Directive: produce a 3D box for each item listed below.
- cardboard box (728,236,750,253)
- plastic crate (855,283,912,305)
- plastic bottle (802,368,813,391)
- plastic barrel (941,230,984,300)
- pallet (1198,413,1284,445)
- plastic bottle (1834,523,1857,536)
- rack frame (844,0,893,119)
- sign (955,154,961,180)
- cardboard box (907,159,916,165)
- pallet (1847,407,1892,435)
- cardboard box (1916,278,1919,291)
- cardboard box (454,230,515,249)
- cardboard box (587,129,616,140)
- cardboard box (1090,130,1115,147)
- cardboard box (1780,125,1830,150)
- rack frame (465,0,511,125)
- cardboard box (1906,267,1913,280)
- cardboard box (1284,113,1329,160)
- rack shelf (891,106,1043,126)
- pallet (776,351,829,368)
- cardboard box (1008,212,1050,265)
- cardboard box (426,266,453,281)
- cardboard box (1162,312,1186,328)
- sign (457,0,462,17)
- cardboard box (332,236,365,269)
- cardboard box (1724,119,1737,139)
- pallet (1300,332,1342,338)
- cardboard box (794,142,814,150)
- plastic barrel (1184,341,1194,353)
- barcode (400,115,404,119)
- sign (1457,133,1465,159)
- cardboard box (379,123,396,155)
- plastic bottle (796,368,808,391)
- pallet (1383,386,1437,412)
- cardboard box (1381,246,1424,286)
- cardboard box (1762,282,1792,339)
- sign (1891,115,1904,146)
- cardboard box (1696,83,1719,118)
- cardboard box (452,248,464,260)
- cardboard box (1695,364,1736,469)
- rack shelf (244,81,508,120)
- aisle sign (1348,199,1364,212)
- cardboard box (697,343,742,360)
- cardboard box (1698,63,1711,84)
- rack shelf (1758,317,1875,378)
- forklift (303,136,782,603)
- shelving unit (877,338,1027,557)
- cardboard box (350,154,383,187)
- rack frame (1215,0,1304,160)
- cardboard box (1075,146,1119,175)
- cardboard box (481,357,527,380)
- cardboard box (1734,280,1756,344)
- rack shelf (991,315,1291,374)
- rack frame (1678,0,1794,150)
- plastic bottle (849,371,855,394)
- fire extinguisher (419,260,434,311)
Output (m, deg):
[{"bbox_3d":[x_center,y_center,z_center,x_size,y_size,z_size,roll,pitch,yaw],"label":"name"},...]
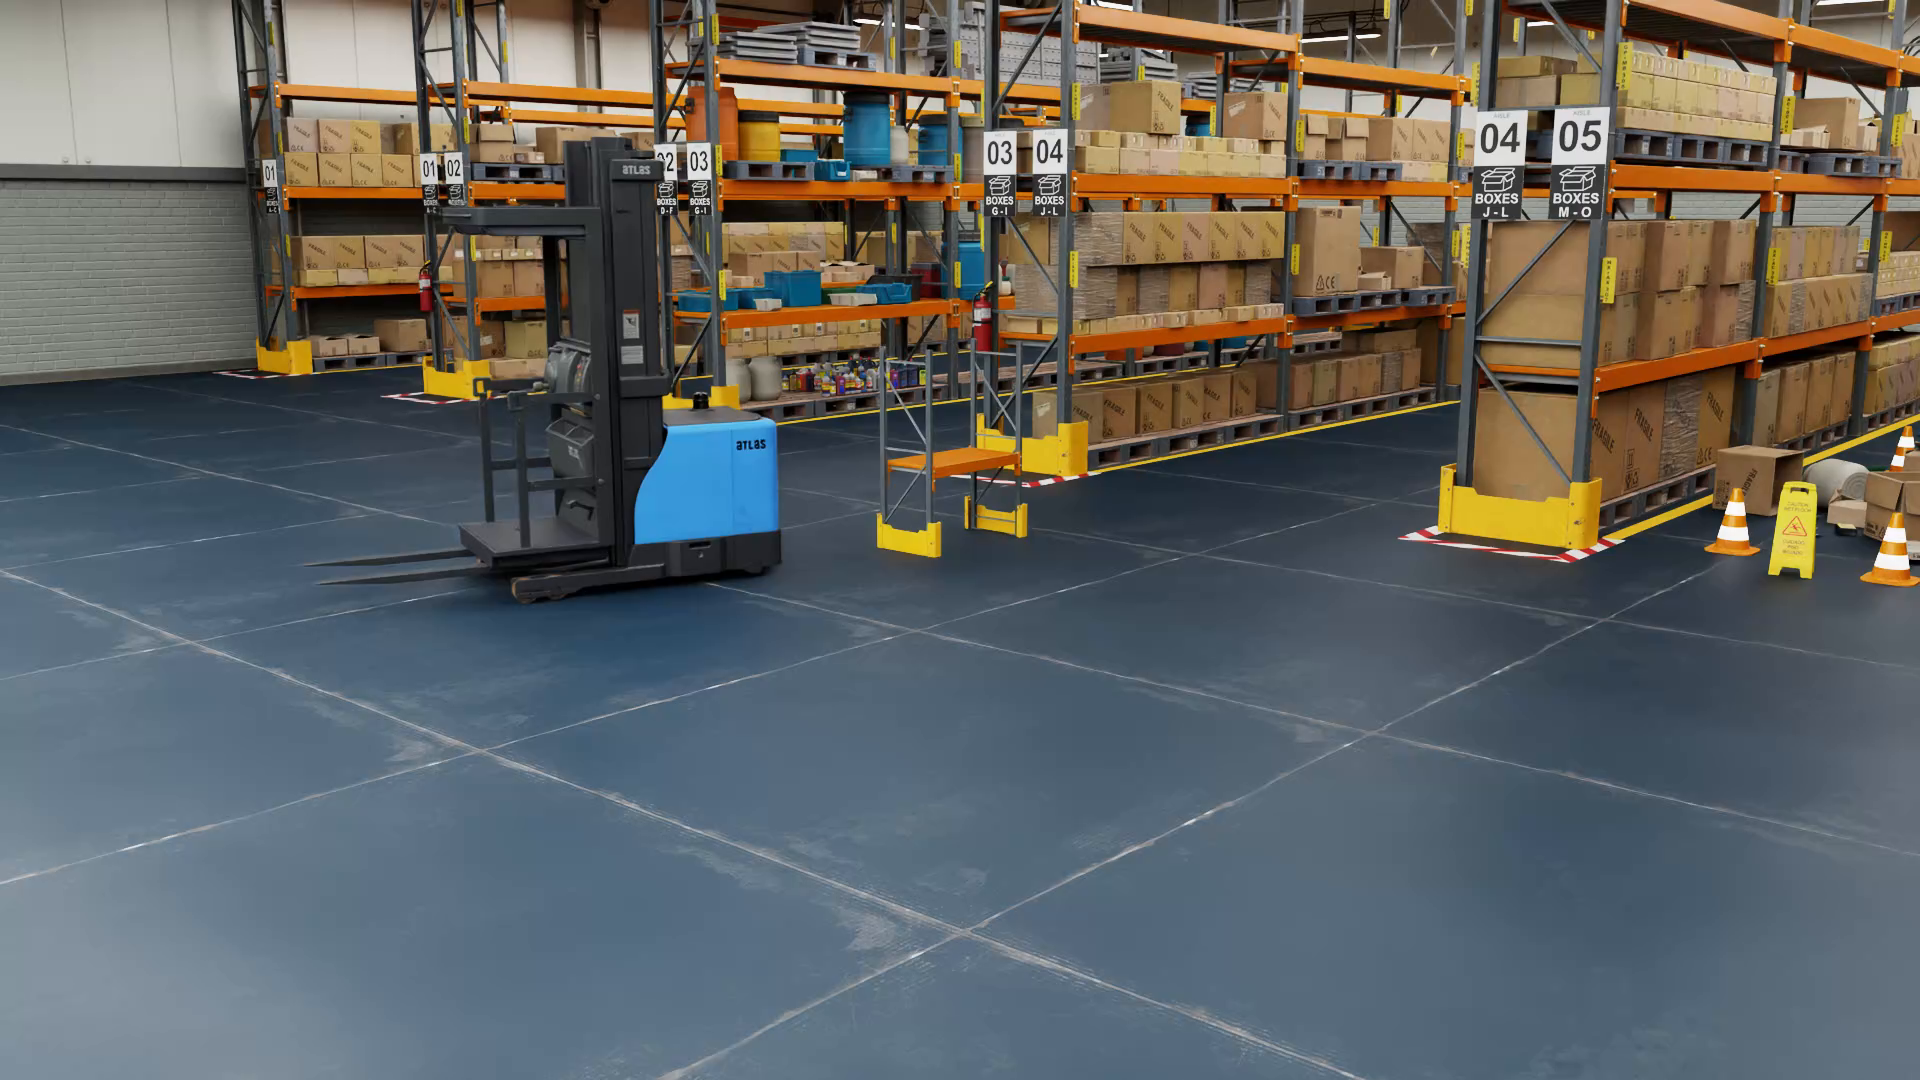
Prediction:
[{"bbox_3d":[-4.372,-5.571,31.881,0.500,0.500,0.500,10,15,42],"label":"cardboard box"},{"bbox_3d":[-0.963,-3.112,21.014,0.499,0.251,0.616,10,15,40],"label":"plastic crate"},{"bbox_3d":[-1.926,-2.025,21.003,0.061,0.283,0.133,10,15,40],"label":"plastic bottle"},{"bbox_3d":[0.046,-3.646,22.030,0.600,0.901,0.708,10,15,40],"label":"plastic barrel"},{"bbox_3d":[2.867,-1.272,18.540,1.003,0.211,1.213,10,15,40],"label":"pallet"},{"bbox_3d":[6.912,-0.086,12.986,0.133,0.061,0.283,4,12,21],"label":"plastic bottle"},{"bbox_3d":[-1.514,-7.554,27.558,1.000,3.000,0.127,10,15,40],"label":"rack frame"},{"bbox_3d":[-0.030,-4.786,21.331,0.100,0.325,0.005,10,15,40],"label":"sign"},{"bbox_3d":[-1.251,-6.201,28.185,0.910,0.500,0.500,10,15,40],"label":"cardboard box"},{"bbox_3d":[10.101,-1.422,19.293,1.003,0.211,1.213,10,15,40],"label":"pallet"},{"bbox_3d":[11.429,-3.109,20.188,0.380,0.149,0.250,9,14,38],"label":"cardboard box"},{"bbox_3d":[-6.442,-4.195,22.491,0.700,0.500,0.500,10,15,41],"label":"cardboard box"},{"bbox_3d":[-5.336,-5.594,23.709,0.637,0.503,0.797,-10,15,-41],"label":"cardboard box"},{"bbox_3d":[1.243,-3.783,15.701,0.380,0.149,0.250,10,15,42],"label":"cardboard box"},{"bbox_3d":[8.338,-3.994,16.409,0.396,0.266,0.258,10,15,40],"label":"cardboard box"},{"bbox_3d":[-7.878,-7.606,27.816,1.000,3.000,0.127,10,15,40],"label":"rack frame"},{"bbox_3d":[11.078,-3.179,19.777,0.380,0.149,0.250,11,15,42],"label":"cardboard box"},{"bbox_3d":[3.669,-4.526,18.721,0.797,0.503,0.637,9,14,38],"label":"cardboard box"},{"bbox_3d":[-0.194,-7.300,29.141,1.077,0.370,4.000,10,15,40],"label":"rack shelf"},{"bbox_3d":[-2.892,-2.950,26.943,1.003,0.211,1.213,10,15,40],"label":"pallet"},{"bbox_3d":[0.821,-2.952,16.266,0.500,0.500,0.500,10,15,40],"label":"cardboard box"},{"bbox_3d":[-8.619,-4.343,27.129,0.500,0.250,0.500,10,15,40],"label":"cardboard box"},{"bbox_3d":[2.074,-2.250,16.960,0.380,0.149,0.250,10,15,40],"label":"cardboard box"},{"bbox_3d":[-6.382,-6.840,21.194,0.100,0.325,0.005,10,15,40],"label":"sign"},{"bbox_3d":[-9.644,-4.482,25.911,0.500,0.500,0.500,10,15,41],"label":"cardboard box"},{"bbox_3d":[6.273,-3.445,13.955,0.380,0.149,0.250,10,15,41],"label":"cardboard box"},{"bbox_3d":[6.912,-3.665,30.520,1.003,0.211,1.213,10,15,40],"label":"pallet"},{"bbox_3d":[-3.277,-7.832,33.313,0.500,0.250,0.500,-11,16,-43],"label":"cardboard box"},{"bbox_3d":[3.565,-3.292,26.816,0.421,0.512,0.421,0,11,0],"label":"plastic barrel"},{"bbox_3d":[-9.119,-6.917,27.178,0.001,0.075,0.075,10,15,40],"label":"barcode"},{"bbox_3d":[6.331,-4.985,21.033,0.100,0.325,0.005,10,15,40],"label":"sign"},{"bbox_3d":[-9.399,-6.417,26.664,0.500,0.500,0.500,10,15,40],"label":"cardboard box"},{"bbox_3d":[-2.007,-2.035,21.072,0.152,0.276,0.135,10,15,41],"label":"plastic bottle"},{"bbox_3d":[5.408,-1.849,21.429,1.003,0.211,1.213,10,15,40],"label":"pallet"},{"bbox_3d":[5.598,-3.501,21.256,0.500,0.500,0.500,8,14,33],"label":"cardboard box"},{"bbox_3d":[7.493,-2.178,15.702,0.500,0.500,0.500,10,15,41],"label":"cardboard box"},{"bbox_3d":[9.995,-4.365,17.728,0.100,0.325,0.005,10,15,40],"label":"sign"},{"bbox_3d":[5.813,-3.557,13.498,0.500,0.250,0.500,10,15,40],"label":"cardboard box"},{"bbox_3d":[-6.686,-3.883,22.584,0.380,0.149,0.250,9,15,39],"label":"cardboard box"},{"bbox_3d":[6.476,-1.167,15.248,0.875,0.875,0.875,10,15,41],"label":"cardboard box"},{"bbox_3d":[-9.198,-6.957,26.413,1.077,0.370,4.000,10,15,40],"label":"rack shelf"},{"bbox_3d":[7.309,-6.472,30.820,0.394,0.787,0.004,10,15,40],"label":"aisle sign"},{"bbox_3d":[-3.702,-2.909,25.564,0.500,0.250,0.500,9,15,39],"label":"cardboard box"},{"bbox_3d":[5.771,-3.724,13.318,0.380,0.149,0.250,10,15,41],"label":"cardboard box"},{"bbox_3d":[8.264,-2.028,17.043,1.077,0.370,4.000,10,15,40],"label":"rack shelf"},{"bbox_3d":[-2.783,-1.149,10.982,3.031,2.935,1.130,-6,13,-28],"label":"forklift"},{"bbox_3d":[-0.050,-0.724,12.508,0.587,1.500,1.083,10,15,40],"label":"shelving unit"},{"bbox_3d":[-9.389,-5.773,25.993,0.500,0.500,0.500,11,16,43],"label":"cardboard box"},{"bbox_3d":[3.284,-5.684,18.196,1.000,3.000,0.127,10,15,40],"label":"rack frame"},{"bbox_3d":[1.156,-3.589,15.746,0.500,0.250,0.500,10,15,42],"label":"cardboard box"},{"bbox_3d":[-6.274,-2.343,22.732,0.500,0.250,0.500,10,15,40],"label":"cardboard box"},{"bbox_3d":[6.709,-2.104,15.205,0.875,0.550,0.550,10,15,40],"label":"cardboard box"},{"bbox_3d":[1.964,-2.096,17.381,1.077,0.370,4.000,10,15,40],"label":"rack shelf"},{"bbox_3d":[6.943,-5.028,14.911,1.000,3.000,0.127,10,15,40],"label":"rack frame"},{"bbox_3d":[-1.353,-1.964,20.728,0.097,0.271,0.097,0,11,0],"label":"plastic bottle"},{"bbox_3d":[-7.222,-3.440,22.474,0.296,0.674,0.183,10,15,40],"label":"fire extinguisher"}]
